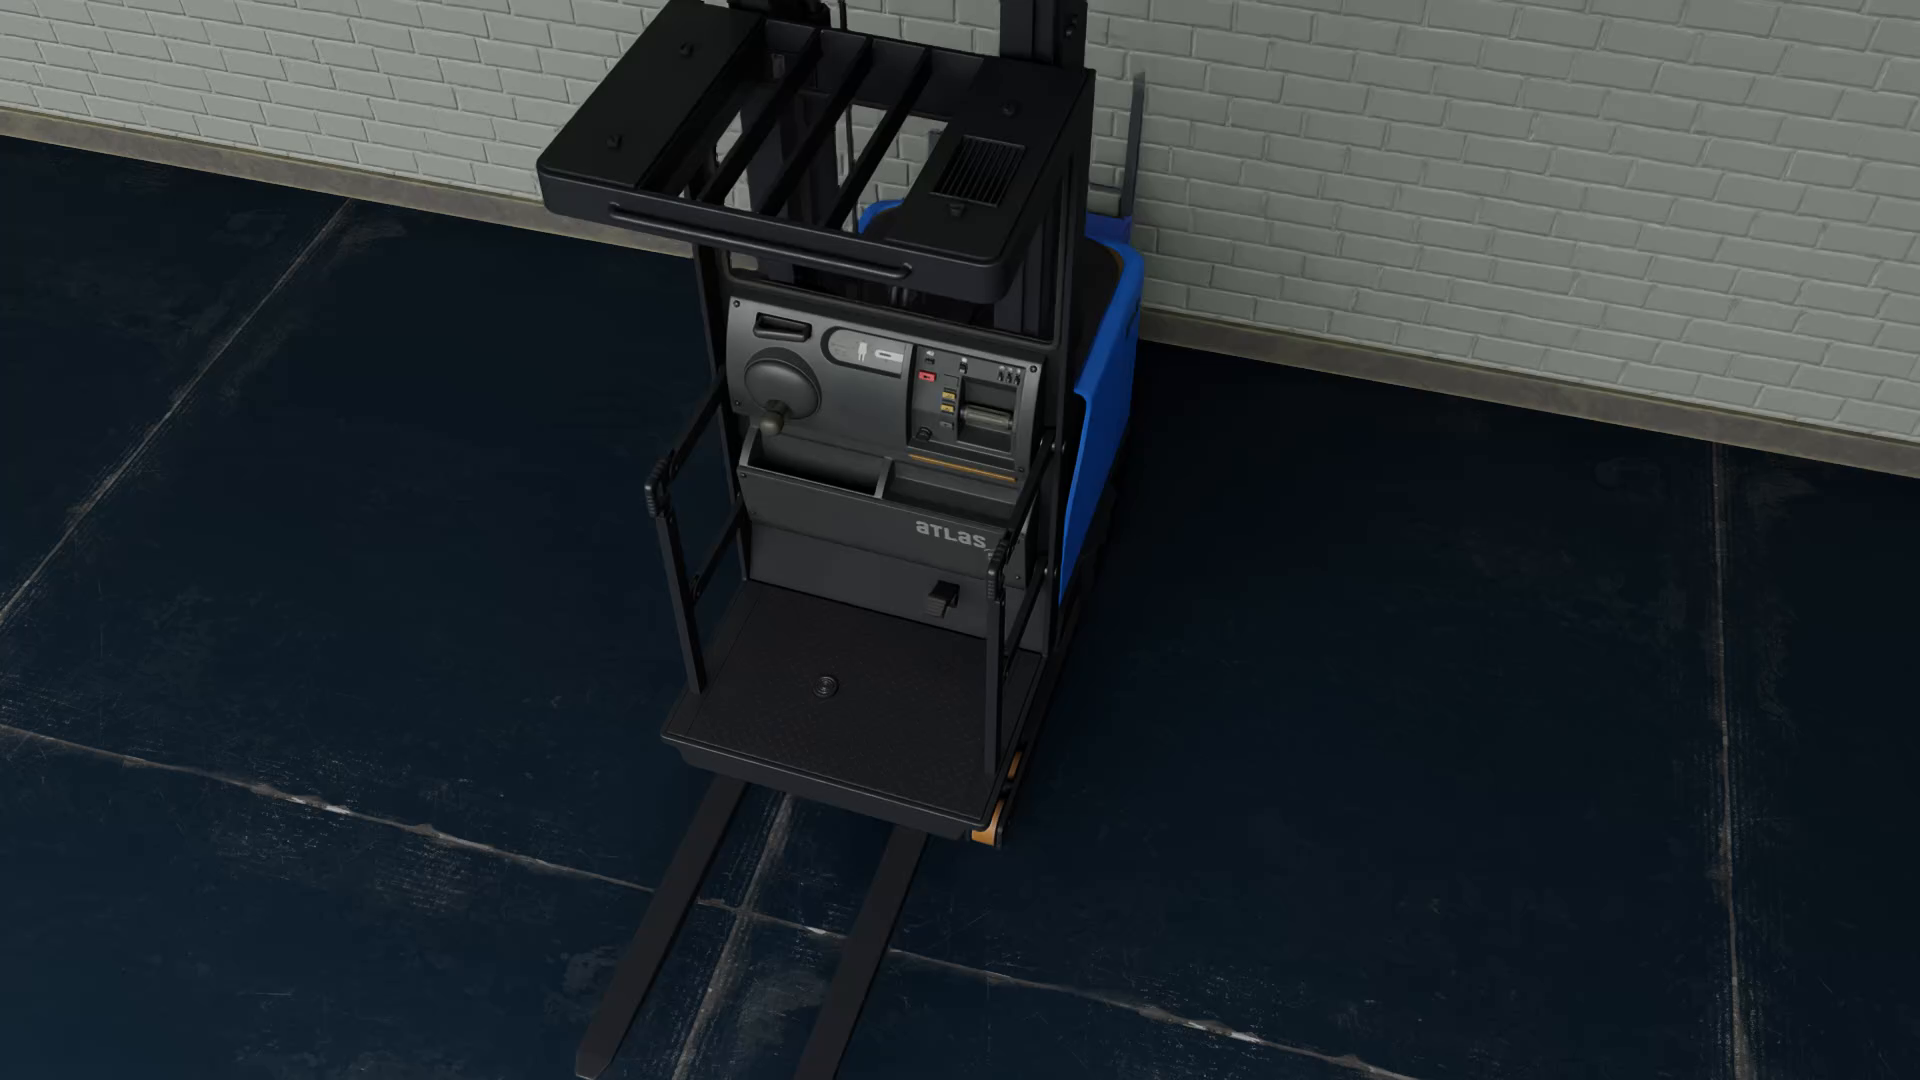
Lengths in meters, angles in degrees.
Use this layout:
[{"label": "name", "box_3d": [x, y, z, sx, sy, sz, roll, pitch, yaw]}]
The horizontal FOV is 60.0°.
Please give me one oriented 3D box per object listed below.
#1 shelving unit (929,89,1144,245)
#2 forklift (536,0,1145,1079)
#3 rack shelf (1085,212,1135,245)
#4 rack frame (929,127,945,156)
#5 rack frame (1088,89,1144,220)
[{"label": "shelving unit", "box_3d": [0.283, -1.066, 6.180, 0.538, 1.500, 1.048, 13, 46, 12]}, {"label": "forklift", "box_3d": [-0.289, -0.333, 4.589, 1.130, 2.935, 3.031, 14, 50, 12]}, {"label": "rack shelf", "box_3d": [0.280, -0.938, 6.306, 0.538, 0.185, 1.000, 13, 46, 12]}, {"label": "rack frame", "box_3d": [0.128, -0.730, 5.832, 0.500, 1.500, 0.032, 13, 46, 12]}, {"label": "rack frame", "box_3d": [0.439, -1.403, 6.529, 0.500, 1.500, 0.032, 13, 46, 12]}]
